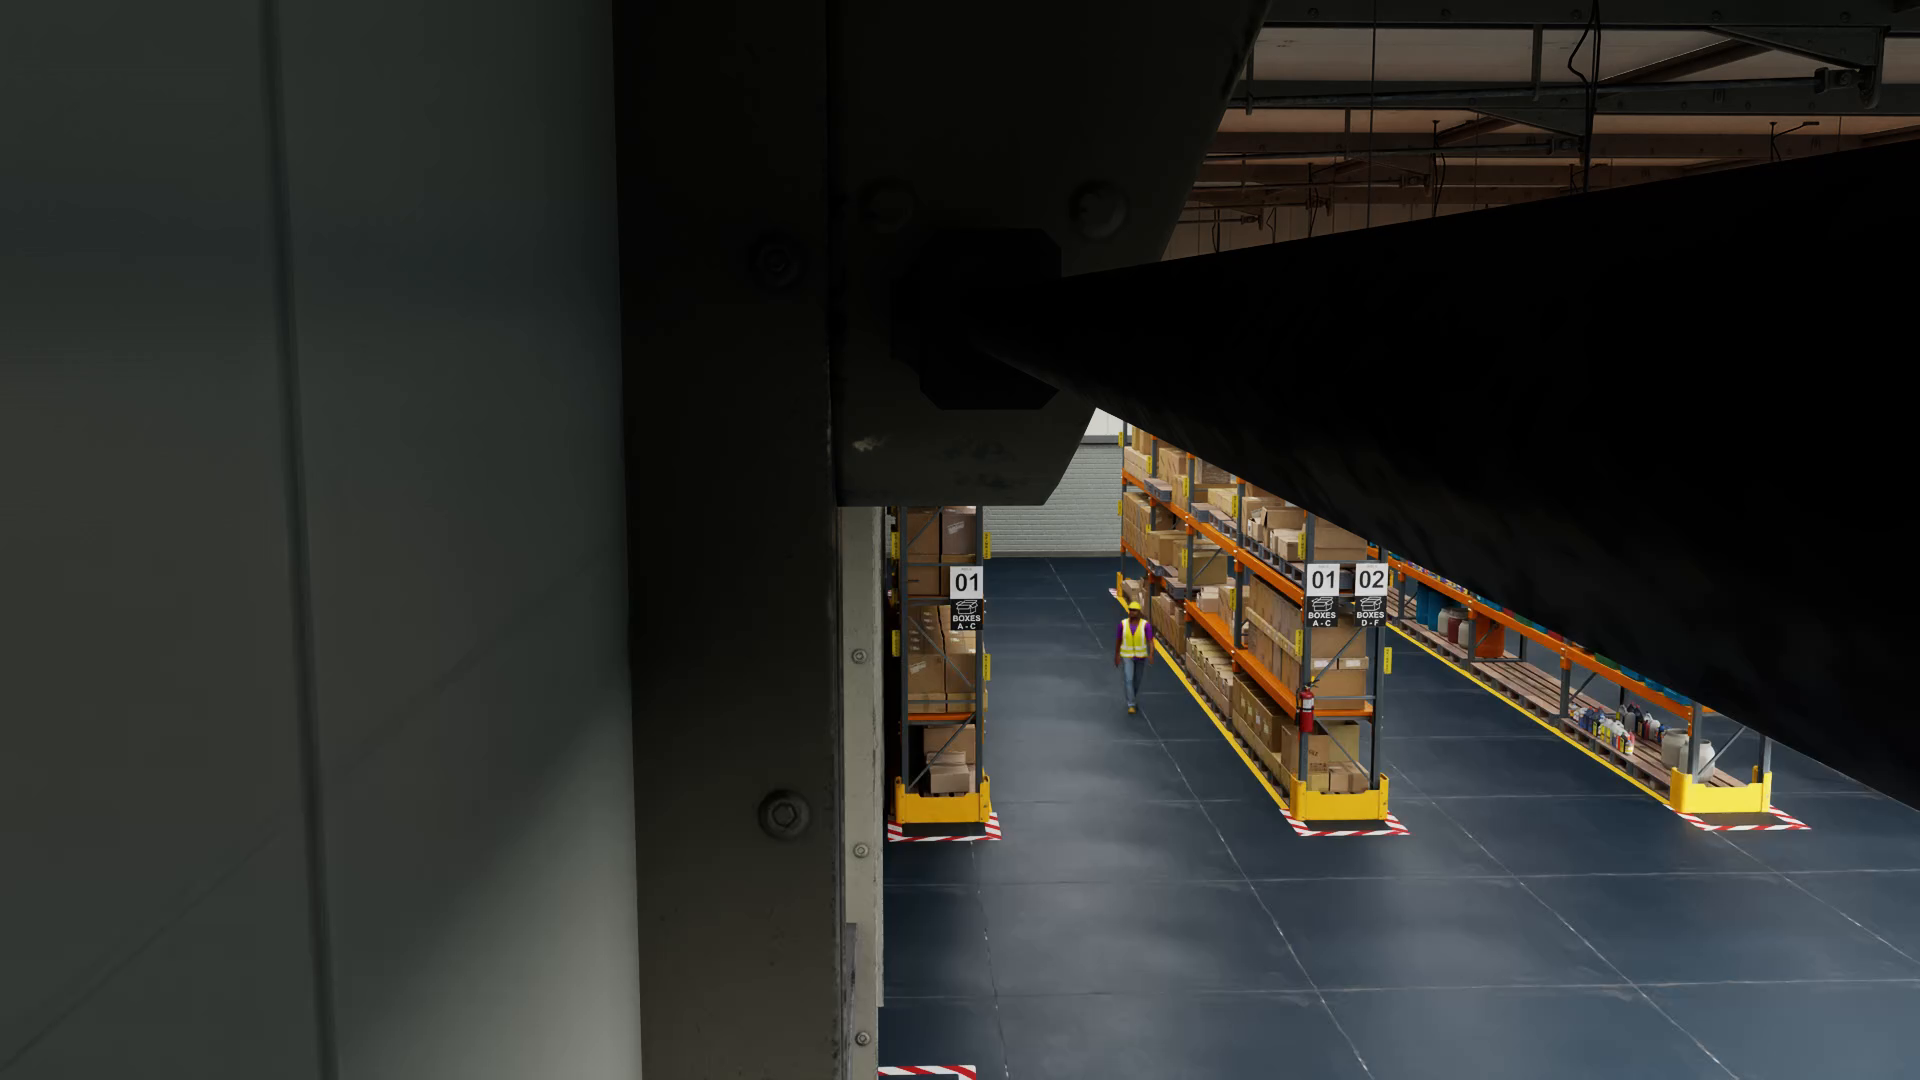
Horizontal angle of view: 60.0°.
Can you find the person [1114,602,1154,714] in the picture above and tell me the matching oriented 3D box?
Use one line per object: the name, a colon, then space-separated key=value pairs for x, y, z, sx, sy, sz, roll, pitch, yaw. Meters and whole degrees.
person: x=2.741 y=1.826 z=26.019 sx=0.580 sy=1.715 sz=1.058 roll=-1 pitch=8 yaw=-5
